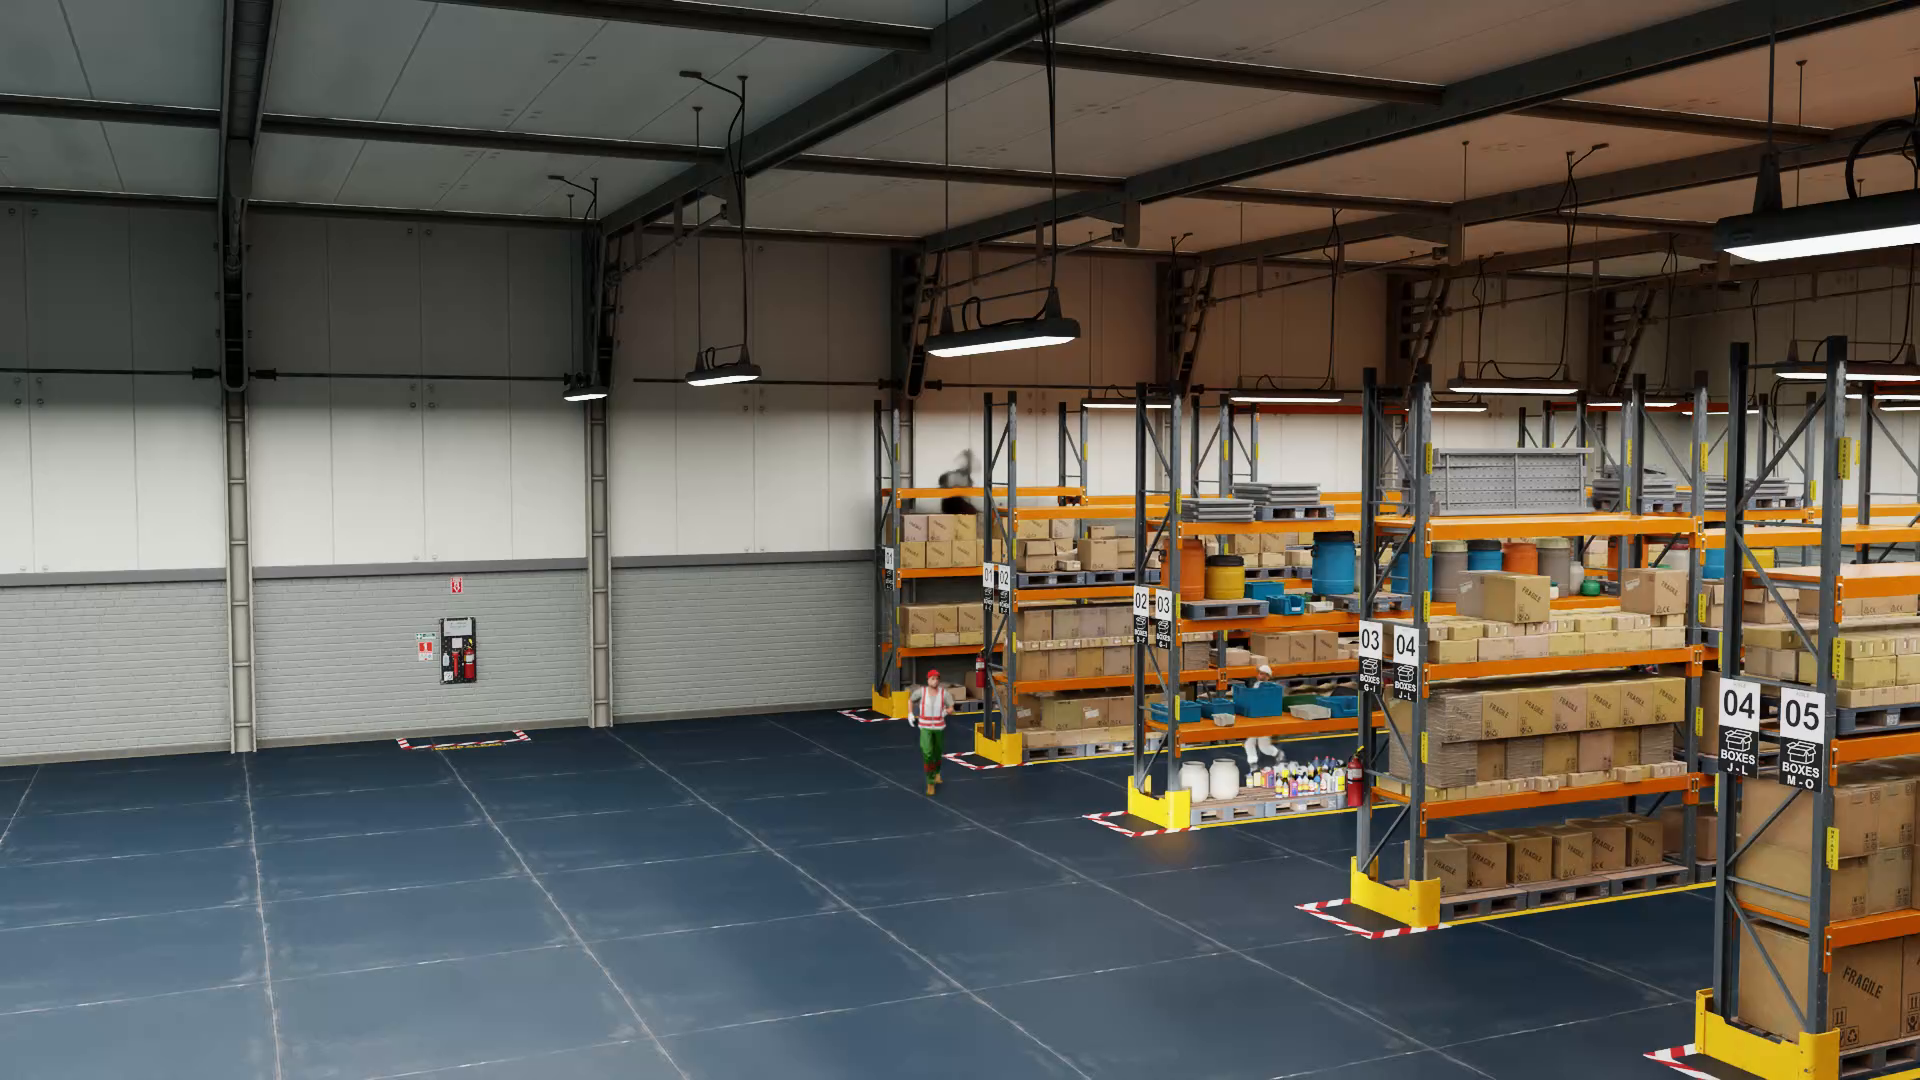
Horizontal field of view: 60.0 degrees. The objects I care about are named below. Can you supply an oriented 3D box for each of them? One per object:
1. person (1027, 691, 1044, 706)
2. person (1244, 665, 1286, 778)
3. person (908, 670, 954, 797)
[{"bbox_3d":[1.432,2.527,29.662,0.659,1.552,0.541,-2,4,-34],"label":"person"},{"bbox_3d":[4.677,2.798,25.659,0.780,1.748,0.663,-2,4,-36],"label":"person"},{"bbox_3d":[-0.425,2.824,24.724,0.671,1.823,0.908,-1,3,-9],"label":"person"}]
